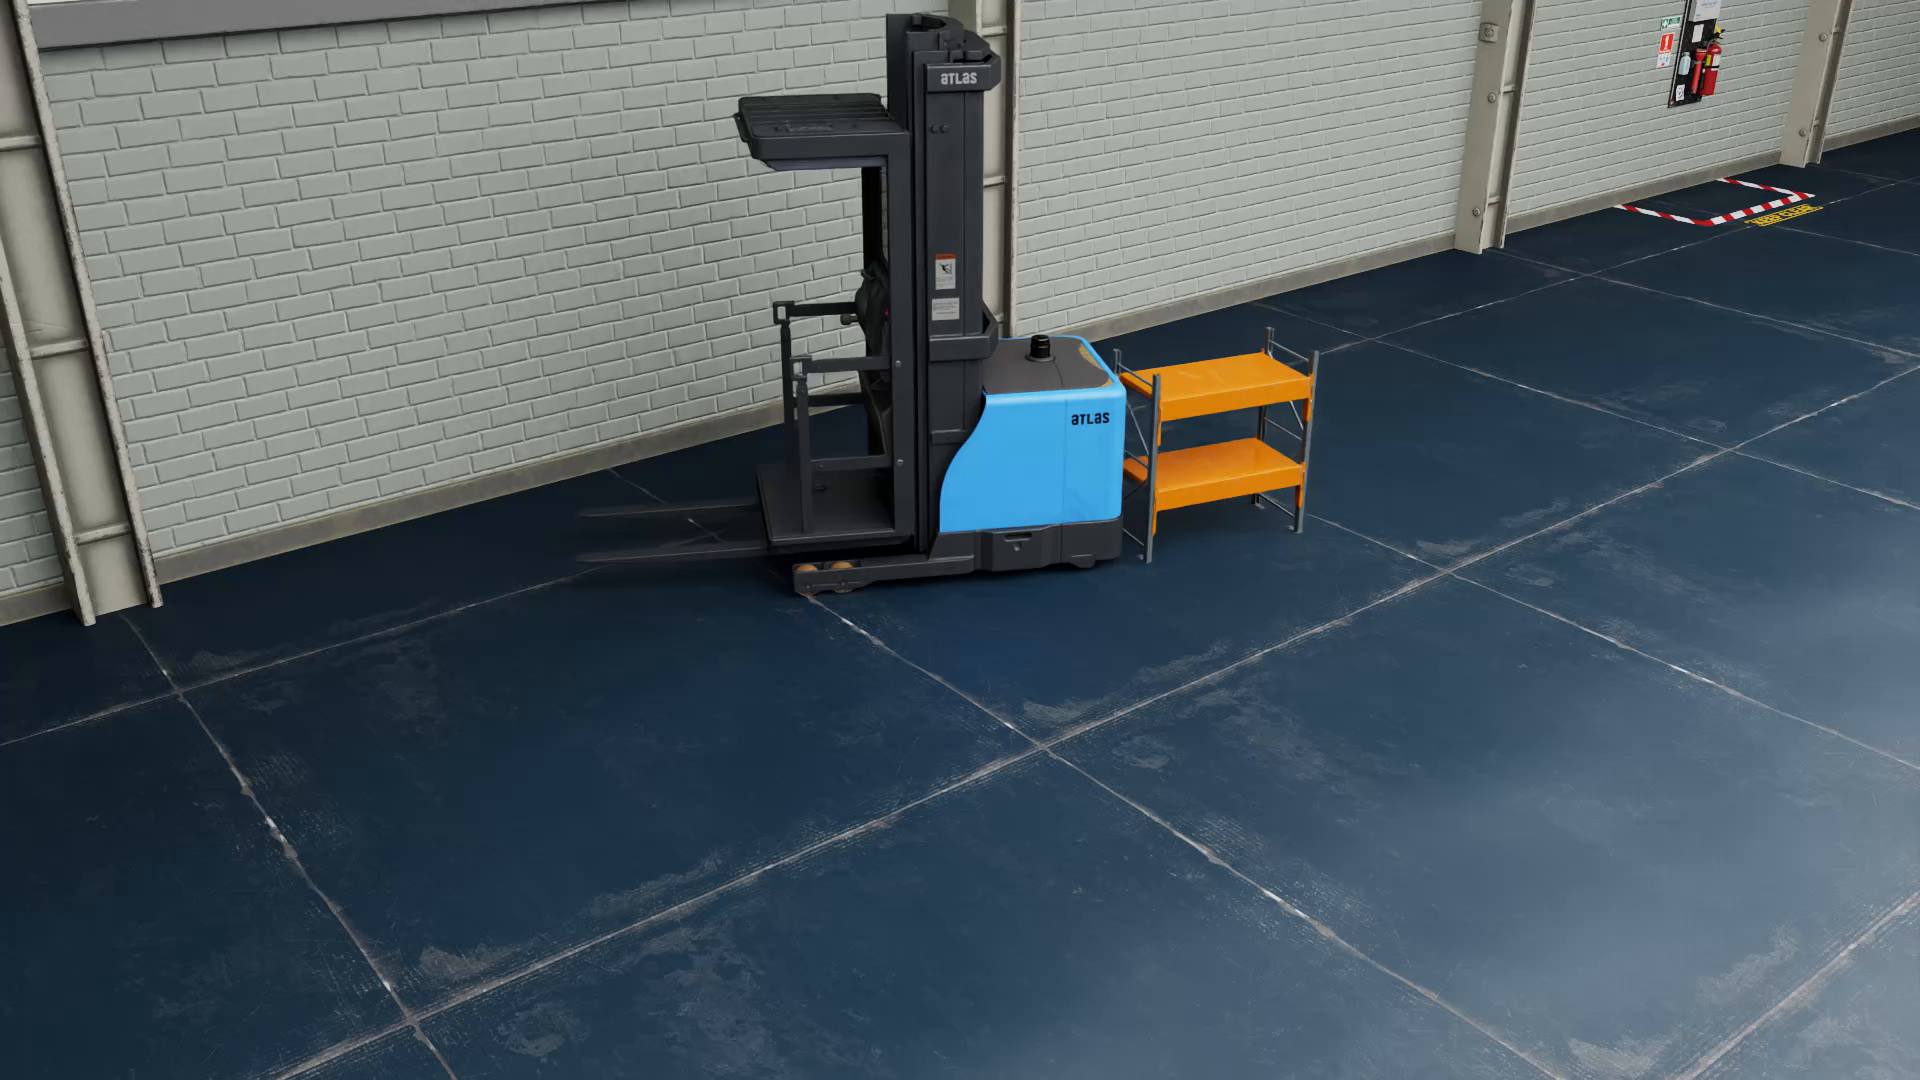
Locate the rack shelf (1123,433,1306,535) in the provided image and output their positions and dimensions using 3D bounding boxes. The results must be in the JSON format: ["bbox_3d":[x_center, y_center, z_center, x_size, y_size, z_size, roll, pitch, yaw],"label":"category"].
[{"bbox_3d":[1.443,-0.337,9.721,1.000,0.278,0.538,-10,27,-21],"label":"rack shelf"}]

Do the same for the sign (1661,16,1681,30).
[{"bbox_3d":[7.151,-5.199,16.718,0.331,0.109,0.001,-18,31,-34],"label":"sign"}]

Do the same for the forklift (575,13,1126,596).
[{"bbox_3d":[-0.649,-1.265,8.993,3.031,2.935,1.130,-4,25,-9],"label":"forklift"}]

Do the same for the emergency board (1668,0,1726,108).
[{"bbox_3d":[7.640,-5.054,17.077,0.643,1.169,0.194,-18,31,-34],"label":"emergency board"}]

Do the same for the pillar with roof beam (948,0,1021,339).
[{"bbox_3d":[2.822,-3.861,7.380,0.400,9.000,9.100,-18,31,-34],"label":"pillar with roof beam"}]

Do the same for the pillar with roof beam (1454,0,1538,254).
[{"bbox_3d":[7.543,-5.420,10.739,0.400,9.000,9.100,-18,31,-34],"label":"pillar with roof beam"}]

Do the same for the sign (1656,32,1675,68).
[{"bbox_3d":[7.142,-4.961,16.833,0.234,0.329,0.001,-18,31,-34],"label":"sign"}]

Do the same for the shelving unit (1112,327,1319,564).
[{"bbox_3d":[1.443,-0.559,9.618,1.048,1.125,0.538,-10,27,-21],"label":"shelving unit"}]

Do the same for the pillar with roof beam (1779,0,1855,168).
[{"bbox_3d":[12.265,-6.978,14.097,0.400,9.000,9.100,-18,31,-34],"label":"pillar with roof beam"}]

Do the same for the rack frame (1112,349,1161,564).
[{"bbox_3d":[0.976,-0.473,9.433,0.032,1.125,0.500,-10,27,-21],"label":"rack frame"}]

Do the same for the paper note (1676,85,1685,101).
[{"bbox_3d":[7.458,-4.631,17.212,0.142,0.148,0.016,-18,31,-34],"label":"paper note"}]

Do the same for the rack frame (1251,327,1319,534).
[{"bbox_3d":[1.909,-0.644,9.802,0.032,1.125,0.500,-10,27,-21],"label":"rack frame"}]

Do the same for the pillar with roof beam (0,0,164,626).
[{"bbox_3d":[-1.900,-2.303,4.022,0.400,9.000,9.100,-18,31,-34],"label":"pillar with roof beam"}]

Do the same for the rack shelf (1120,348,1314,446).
[{"bbox_3d":[1.443,-0.824,9.494,1.000,0.278,0.538,-10,27,-21],"label":"rack shelf"}]
